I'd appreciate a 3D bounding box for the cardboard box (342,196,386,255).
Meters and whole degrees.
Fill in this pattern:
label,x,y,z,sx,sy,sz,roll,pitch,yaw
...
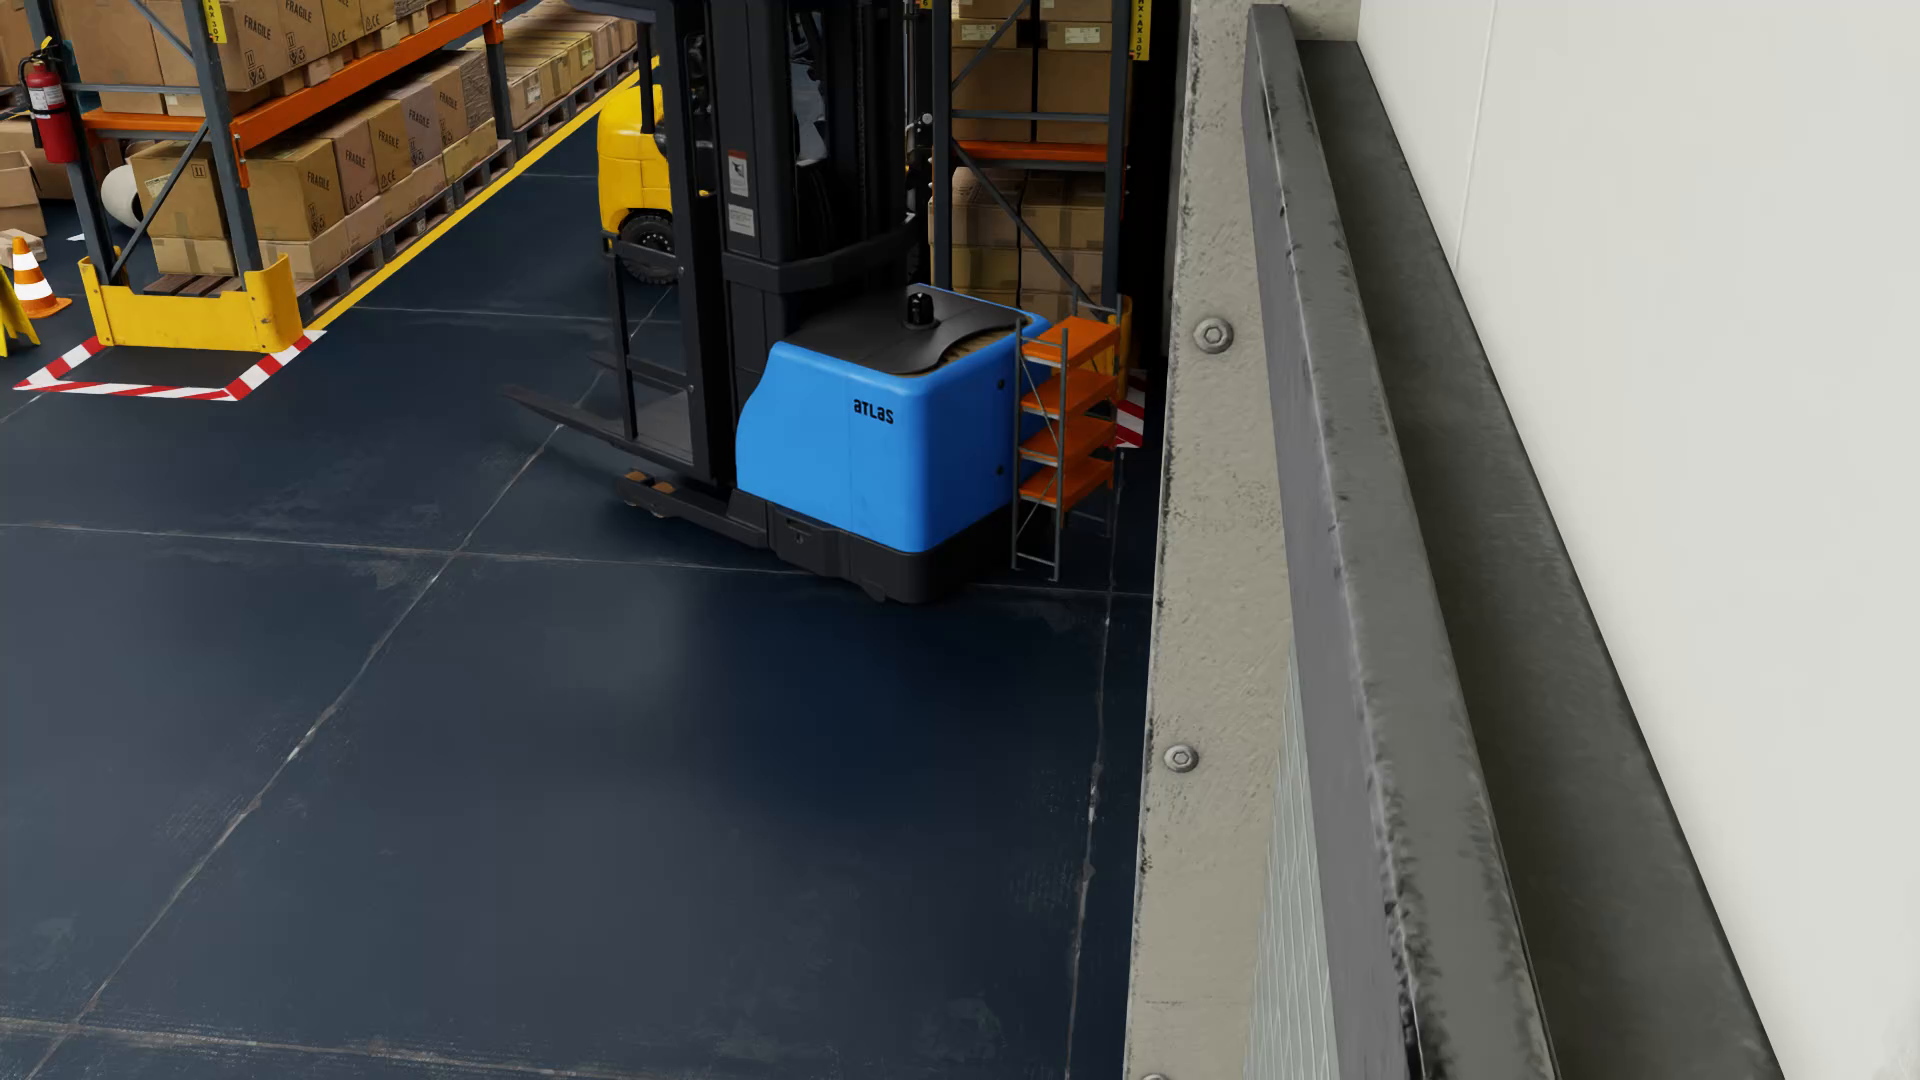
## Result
label,x,y,z,sx,sy,sz,roll,pitch,yaw
cardboard box,-4.123,-2.073,10.892,0.500,0.250,0.500,4,29,8

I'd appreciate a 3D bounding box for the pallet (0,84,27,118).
label,x,y,z,sx,sy,sz,roll,pitch,yaw
pallet,-8.981,-3.758,14.503,1.003,0.211,1.213,3,28,6

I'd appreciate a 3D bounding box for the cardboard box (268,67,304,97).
label,x,y,z,sx,sy,sz,roll,pitch,yaw
cardboard box,-4.189,-2.772,9.998,0.380,0.149,0.250,2,28,5

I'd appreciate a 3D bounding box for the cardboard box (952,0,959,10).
label,x,y,z,sx,sy,sz,roll,pitch,yaw
cardboard box,0.127,-2.840,9.069,0.380,0.149,0.250,4,29,7

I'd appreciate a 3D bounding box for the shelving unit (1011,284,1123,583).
label,x,y,z,sx,sy,sz,roll,pitch,yaw
shelving unit,0.469,-0.468,7.354,0.258,1.200,0.503,17,33,28

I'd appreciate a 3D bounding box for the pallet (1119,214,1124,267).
label,x,y,z,sx,sy,sz,roll,pitch,yaw
pallet,0.565,-1.916,11.084,1.003,0.211,1.213,3,28,6

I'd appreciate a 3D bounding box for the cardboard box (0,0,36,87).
label,x,y,z,sx,sy,sz,roll,pitch,yaw
cardboard box,-8.892,-4.564,14.988,1.050,0.750,0.750,3,28,6

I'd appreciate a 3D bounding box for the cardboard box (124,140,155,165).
label,x,y,z,sx,sy,sz,roll,pitch,yaw
cardboard box,-6.306,-2.916,12.882,0.258,0.266,0.396,-17,33,-29

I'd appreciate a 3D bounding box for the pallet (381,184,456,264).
label,x,y,z,sx,sy,sz,roll,pitch,yaw
pallet,-4.270,-2.256,11.716,1.003,0.211,1.213,3,28,6

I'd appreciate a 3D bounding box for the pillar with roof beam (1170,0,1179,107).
label,x,y,z,sx,sy,sz,roll,pitch,yaw
pillar with roof beam,-2.197,-8.199,13.482,9.100,9.000,0.400,3,28,6

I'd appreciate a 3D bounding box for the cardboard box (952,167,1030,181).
label,x,y,z,sx,sy,sz,roll,pitch,yaw
cardboard box,0.164,-2.099,9.885,0.500,0.250,0.500,4,29,7

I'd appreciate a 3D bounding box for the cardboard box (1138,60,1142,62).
label,x,y,z,sx,sy,sz,roll,pitch,yaw
cardboard box,0.947,-3.434,10.855,0.500,0.500,0.500,3,28,5

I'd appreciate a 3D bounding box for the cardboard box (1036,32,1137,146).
label,x,y,z,sx,sy,sz,roll,pitch,yaw
cardboard box,0.697,-2.470,9.066,0.500,0.500,0.500,4,29,8

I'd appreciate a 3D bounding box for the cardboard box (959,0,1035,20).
label,x,y,z,sx,sy,sz,roll,pitch,yaw
cardboard box,0.195,-2.850,8.774,0.380,0.149,0.250,3,29,6

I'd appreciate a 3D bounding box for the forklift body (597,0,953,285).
label,x,y,z,sx,sy,sz,roll,pitch,yaw
forklift body,-1.218,-2.833,10.742,2.313,2.155,1.214,3,28,6

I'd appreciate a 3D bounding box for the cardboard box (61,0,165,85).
label,x,y,z,sx,sy,sz,roll,pitch,yaw
cardboard box,-4.773,-2.942,9.629,0.500,0.500,0.500,3,28,5

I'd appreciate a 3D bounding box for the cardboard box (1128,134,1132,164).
label,x,y,z,sx,sy,sz,roll,pitch,yaw
cardboard box,0.951,-2.802,11.717,0.500,0.250,0.500,4,29,7

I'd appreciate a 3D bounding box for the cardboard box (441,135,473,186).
label,x,y,z,sx,sy,sz,roll,pitch,yaw
cardboard box,-3.937,-2.807,12.255,0.500,0.250,0.500,3,28,5

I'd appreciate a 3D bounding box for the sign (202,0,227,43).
label,x,y,z,sx,sy,sz,roll,pitch,yaw
sign,-4.027,-2.845,8.955,0.100,0.325,0.005,3,28,6

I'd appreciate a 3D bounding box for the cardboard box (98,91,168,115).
label,x,y,z,sx,sy,sz,roll,pitch,yaw
cardboard box,-4.732,-2.573,9.628,0.380,0.149,0.250,4,29,8

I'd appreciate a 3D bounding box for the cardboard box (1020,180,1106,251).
label,x,y,z,sx,sy,sz,roll,pitch,yaw
cardboard box,0.607,-1.838,9.402,0.500,0.250,0.500,3,28,5

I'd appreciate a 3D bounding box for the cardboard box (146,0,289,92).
label,x,y,z,sx,sy,sz,roll,pitch,yaw
cardboard box,-4.233,-2.877,9.509,0.500,0.500,0.500,3,28,5

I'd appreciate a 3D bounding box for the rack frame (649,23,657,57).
label,x,y,z,sx,sy,sz,roll,pitch,yaw
rack frame,-3.586,-6.261,16.209,1.000,3.000,0.127,3,28,6

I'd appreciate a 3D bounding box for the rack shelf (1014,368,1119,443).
label,x,y,z,sx,sy,sz,roll,pitch,yaw
rack shelf,0.469,-0.606,7.280,0.258,0.148,0.480,17,33,28

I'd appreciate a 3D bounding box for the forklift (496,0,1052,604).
label,x,y,z,sx,sy,sz,roll,pitch,yaw
forklift,-1.048,-1.573,7.579,3.031,2.935,1.130,20,34,33

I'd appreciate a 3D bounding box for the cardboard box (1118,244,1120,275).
label,x,y,z,sx,sy,sz,roll,pitch,yaw
cardboard box,0.704,-1.639,10.085,0.500,0.250,0.500,4,29,7

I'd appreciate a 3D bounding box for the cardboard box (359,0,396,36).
label,x,y,z,sx,sy,sz,roll,pitch,yaw
cardboard box,-4.057,-3.601,10.852,0.500,0.500,0.500,3,28,5

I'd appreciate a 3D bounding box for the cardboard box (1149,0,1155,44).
label,x,y,z,sx,sy,sz,roll,pitch,yaw
cardboard box,1.671,-5.241,16.508,0.500,0.500,0.500,4,29,8

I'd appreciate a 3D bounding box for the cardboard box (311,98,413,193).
label,x,y,z,sx,sy,sz,roll,pitch,yaw
cardboard box,-4.061,-2.657,11.184,0.500,0.500,0.500,4,29,7

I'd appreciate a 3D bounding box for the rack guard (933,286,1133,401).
label,x,y,z,sx,sy,sz,roll,pitch,yaw
rack guard,0.358,-1.097,9.259,1.175,0.500,0.348,3,28,6

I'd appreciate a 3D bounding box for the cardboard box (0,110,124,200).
label,x,y,z,sx,sy,sz,roll,pitch,yaw
cardboard box,-6.757,-2.871,12.405,0.797,0.637,0.503,3,28,6

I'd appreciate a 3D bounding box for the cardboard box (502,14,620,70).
label,x,y,z,sx,sy,sz,roll,pitch,yaw
cardboard box,-3.747,-4.676,15.594,0.950,0.372,0.625,3,28,5

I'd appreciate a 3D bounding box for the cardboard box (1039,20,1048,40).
label,x,y,z,sx,sy,sz,roll,pitch,yaw
cardboard box,0.627,-2.803,9.000,0.380,0.149,0.250,3,28,6

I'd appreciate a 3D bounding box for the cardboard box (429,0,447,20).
label,x,y,z,sx,sy,sz,roll,pitch,yaw
cardboard box,-3.946,-3.862,12.022,0.380,0.149,0.250,3,29,6

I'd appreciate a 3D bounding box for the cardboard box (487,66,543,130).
label,x,y,z,sx,sy,sz,roll,pitch,yaw
cardboard box,-4.014,-3.653,13.696,0.950,0.372,0.625,4,29,7

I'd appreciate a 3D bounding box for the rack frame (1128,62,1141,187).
label,x,y,z,sx,sy,sz,roll,pitch,yaw
rack frame,0.851,-4.091,12.182,1.000,3.000,0.127,3,28,6

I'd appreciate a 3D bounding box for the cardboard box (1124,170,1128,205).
label,x,y,z,sx,sy,sz,roll,pitch,yaw
cardboard box,0.938,-2.587,11.845,0.500,0.250,0.500,3,28,6

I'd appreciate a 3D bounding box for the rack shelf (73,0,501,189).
label,x,y,z,sx,sy,sz,roll,pitch,yaw
rack shelf,-4.321,-3.120,11.137,1.077,0.370,4.000,3,28,6

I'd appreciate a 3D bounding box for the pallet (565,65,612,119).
label,x,y,z,sx,sy,sz,roll,pitch,yaw
pallet,-3.835,-4.093,15.125,1.003,0.211,1.213,3,28,6

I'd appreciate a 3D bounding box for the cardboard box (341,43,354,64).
label,x,y,z,sx,sy,sz,roll,pitch,yaw
cardboard box,-4.141,-3.141,10.682,0.380,0.149,0.250,4,29,8

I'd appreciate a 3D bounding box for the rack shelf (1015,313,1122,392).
label,x,y,z,sx,sy,sz,roll,pitch,yaw
rack shelf,0.470,-0.814,7.167,0.258,0.148,0.480,17,33,28

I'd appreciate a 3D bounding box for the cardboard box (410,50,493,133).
label,x,y,z,sx,sy,sz,roll,pitch,yaw
cardboard box,-3.882,-3.389,12.543,0.500,0.500,0.500,3,28,5

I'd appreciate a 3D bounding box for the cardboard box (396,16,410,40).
label,x,y,z,sx,sy,sz,roll,pitch,yaw
cardboard box,-3.995,-3.501,11.351,0.380,0.149,0.250,3,28,5
